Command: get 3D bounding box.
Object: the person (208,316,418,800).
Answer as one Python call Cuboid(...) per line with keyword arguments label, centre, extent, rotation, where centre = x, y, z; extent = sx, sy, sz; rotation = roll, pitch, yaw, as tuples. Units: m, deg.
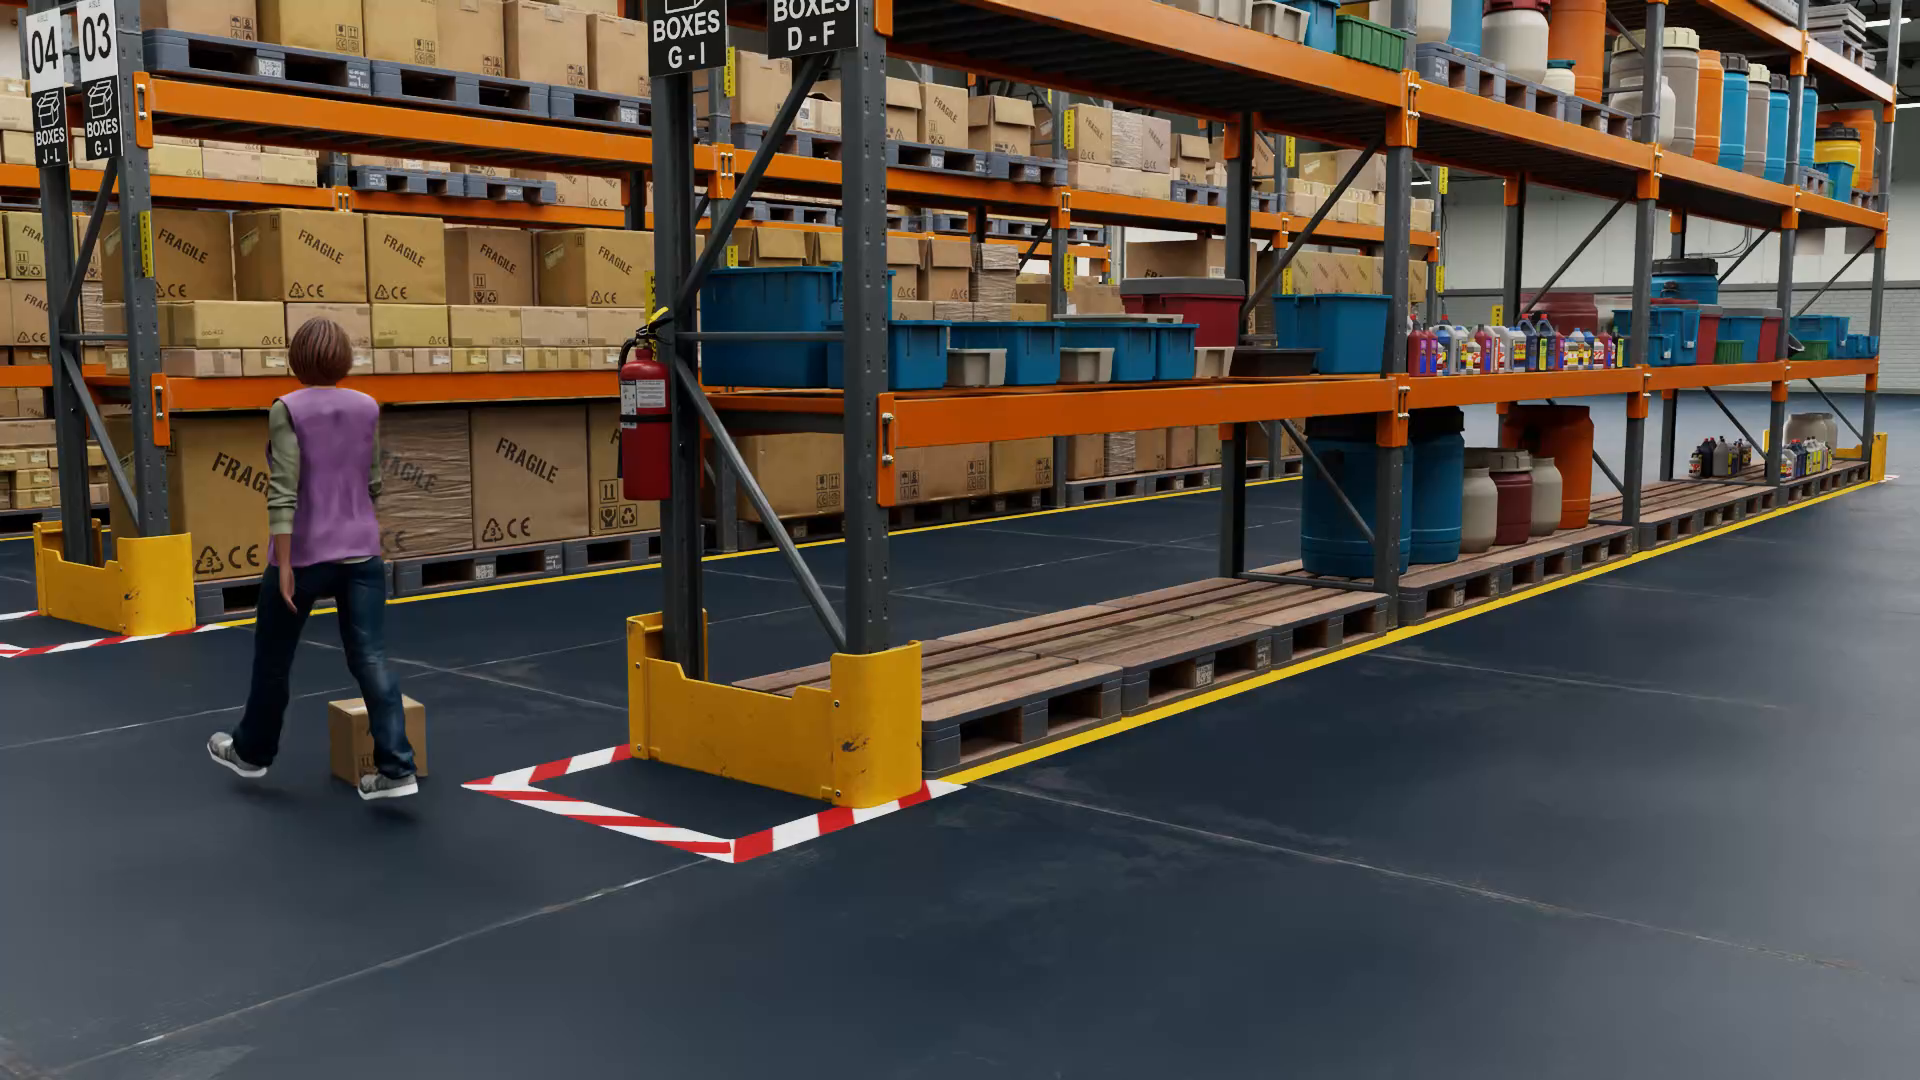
Cuboid(label="person", centre=(-2.094, 0.046, 5.408), extent=(0.457, 1.535, 0.959), rotation=(-6, 9, -42))
